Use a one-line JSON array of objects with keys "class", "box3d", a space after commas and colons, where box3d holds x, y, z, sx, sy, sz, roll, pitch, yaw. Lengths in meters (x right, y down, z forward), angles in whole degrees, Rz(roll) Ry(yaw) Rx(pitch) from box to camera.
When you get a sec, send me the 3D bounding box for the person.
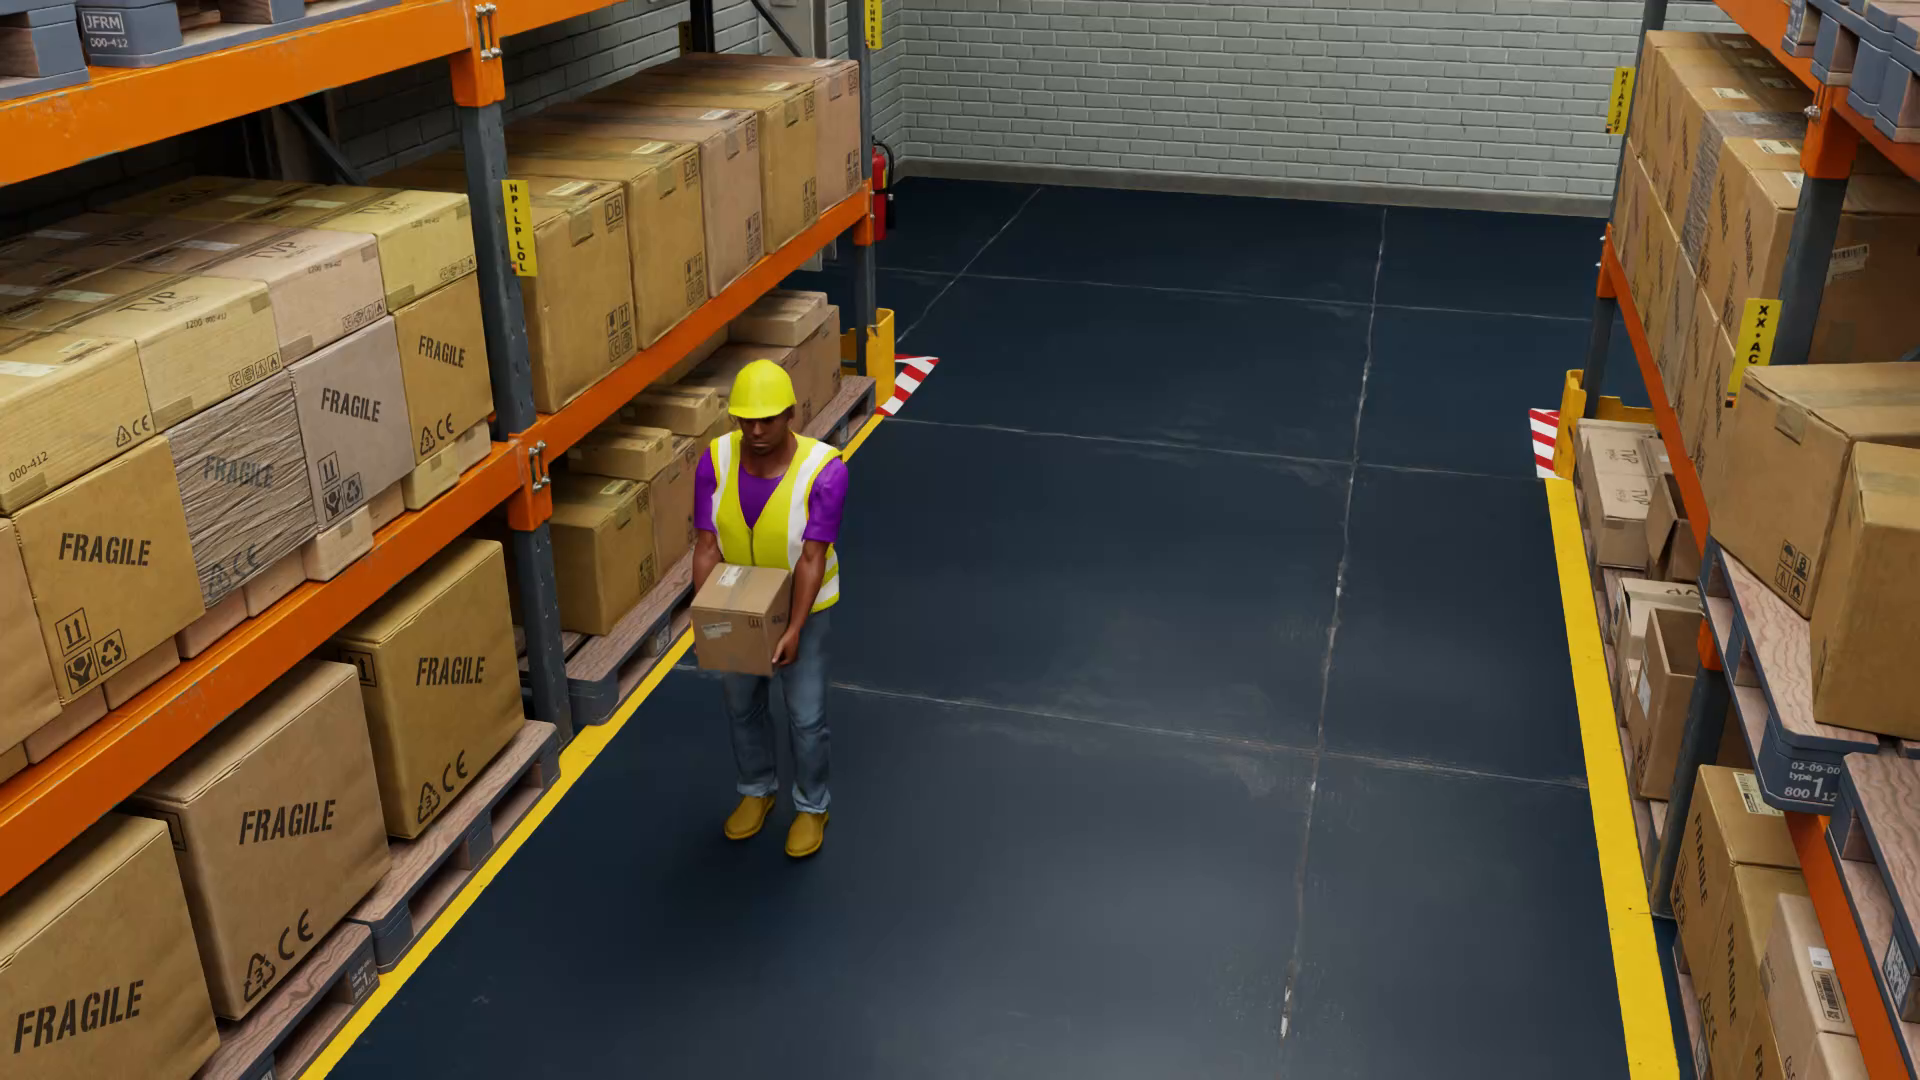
[{"class": "person", "box3d": [-0.636, 0.258, 5.539, 0.504, 1.758, 0.581, 6, 26, 12]}]
